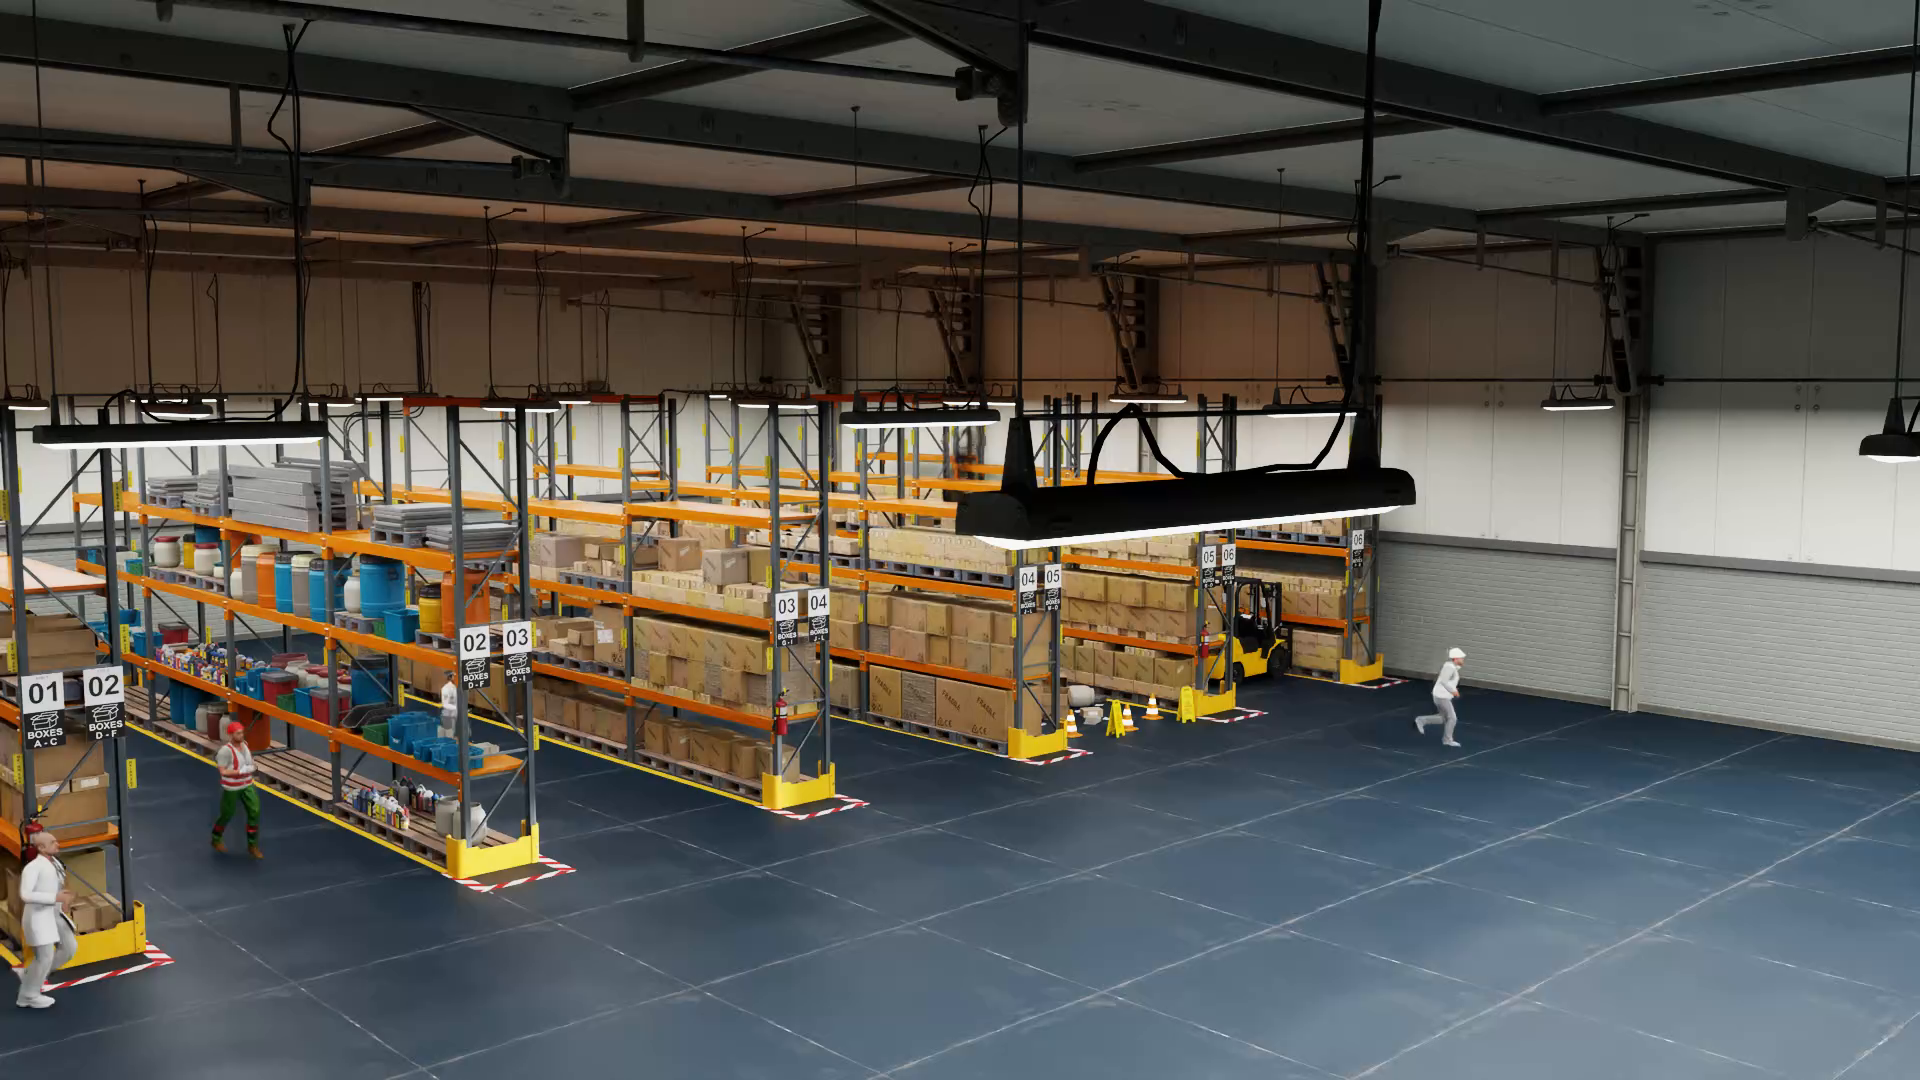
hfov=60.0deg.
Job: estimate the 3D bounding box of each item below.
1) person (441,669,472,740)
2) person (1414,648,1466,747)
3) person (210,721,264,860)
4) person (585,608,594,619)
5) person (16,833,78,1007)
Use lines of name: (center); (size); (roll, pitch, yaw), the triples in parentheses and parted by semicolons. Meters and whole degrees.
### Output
person: (-8.234, 2.872, 27.170); (0.691, 1.648, 0.585); (3, 6, 29)
person: (8.298, 2.711, 28.760); (0.848, 1.722, 0.636); (2, 6, 22)
person: (-9.576, 3.303, 22.000); (0.886, 1.840, 0.646); (3, 6, 27)
person: (-8.990, 1.521, 41.006); (0.607, 1.728, 0.706); (0, 6, 0)
person: (-9.247, 3.835, 16.924); (0.658, 1.727, 0.724); (0, 6, -1)
